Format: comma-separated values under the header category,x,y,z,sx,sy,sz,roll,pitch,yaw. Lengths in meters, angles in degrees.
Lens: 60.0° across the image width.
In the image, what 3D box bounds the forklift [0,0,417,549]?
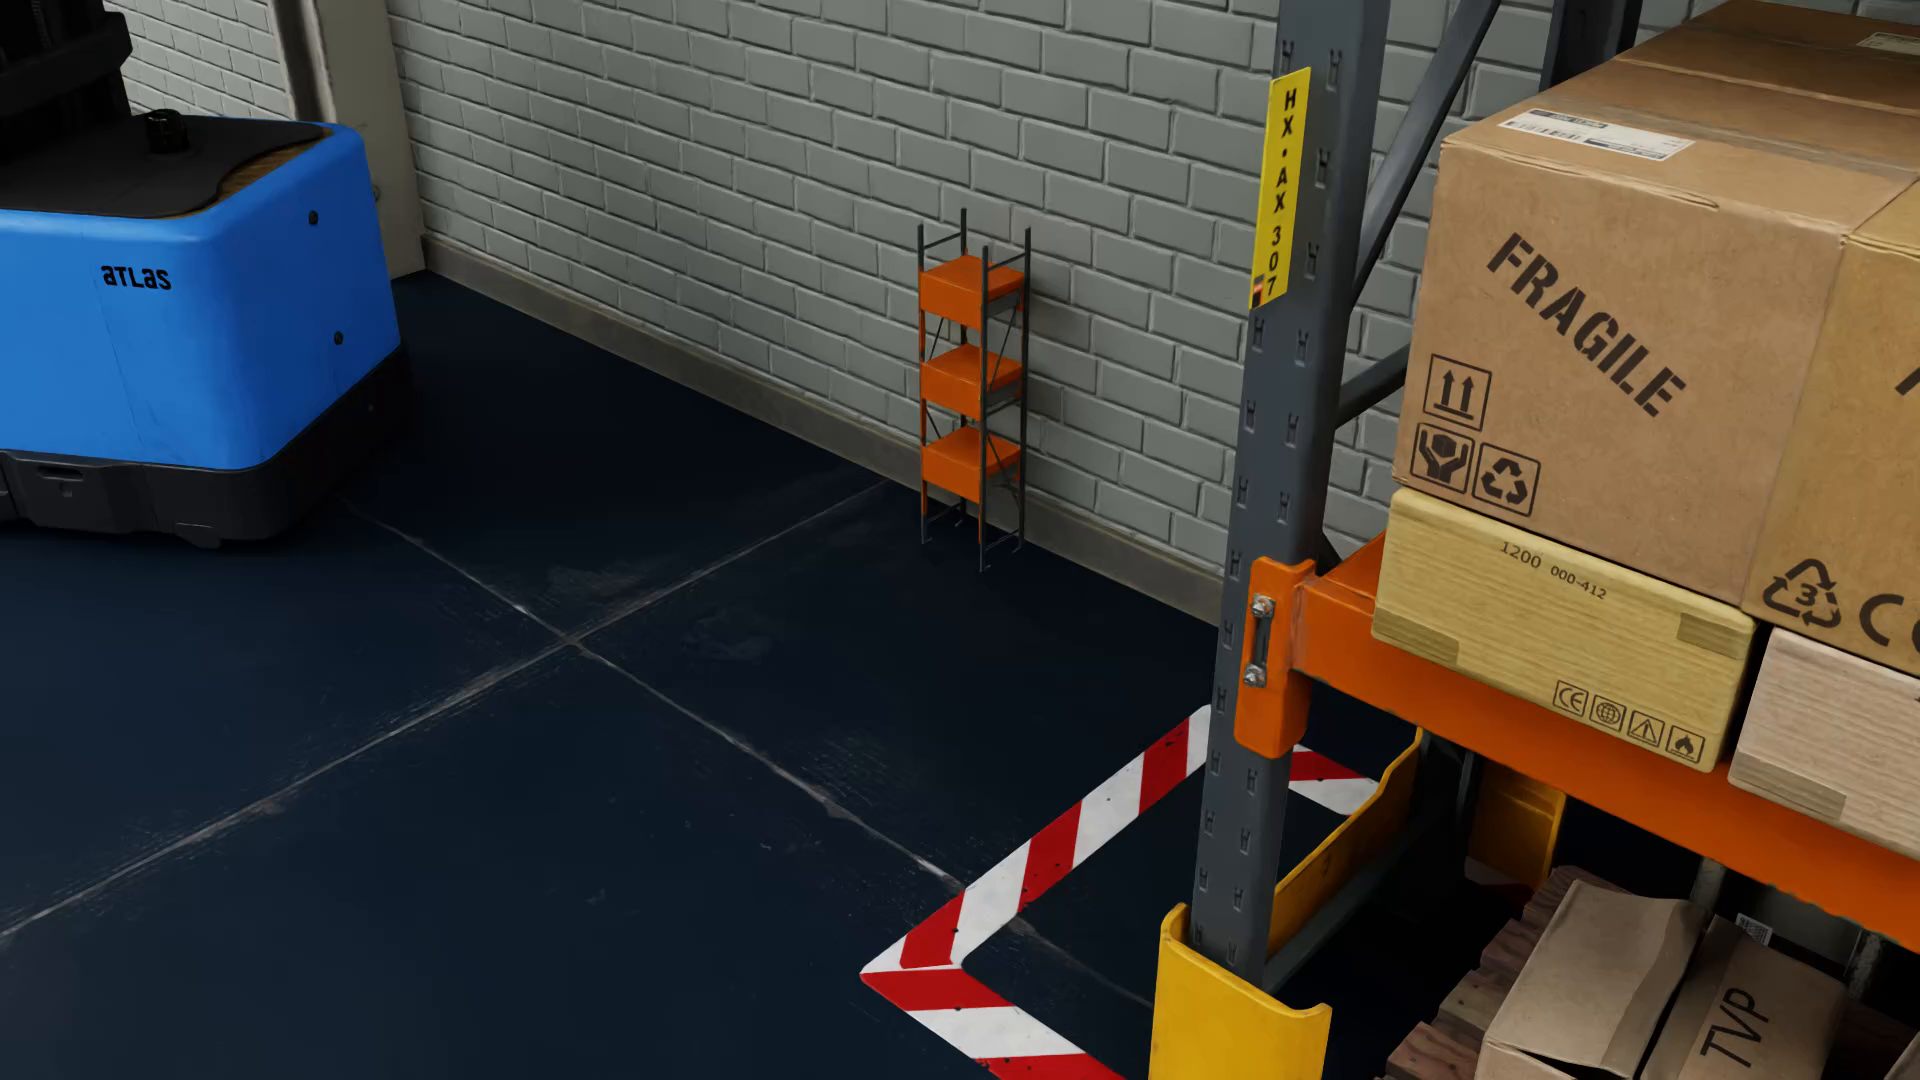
category,x,y,z,sx,sy,sz,roll,pitch,yaw
forklift,-3.496,-1.591,5.050,3.031,2.935,1.130,5,31,9

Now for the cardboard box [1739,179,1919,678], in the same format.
category,x,y,z,sx,sy,sz,roll,pitch,yaw
cardboard box,1.320,-0.131,1.959,0.500,0.500,0.500,25,39,35

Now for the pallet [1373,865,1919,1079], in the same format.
category,x,y,z,sx,sy,sz,roll,pitch,yaw
pallet,1.443,1.195,3.060,1.213,0.211,1.003,25,39,35

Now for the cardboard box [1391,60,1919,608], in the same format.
category,x,y,z,sx,sy,sz,roll,pitch,yaw
cardboard box,0.961,-0.306,2.249,0.500,0.500,0.500,25,39,35

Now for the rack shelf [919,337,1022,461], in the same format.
category,x,y,z,sx,sy,sz,roll,pitch,yaw
rack shelf,0.040,-0.422,4.954,0.240,0.259,0.215,25,39,35

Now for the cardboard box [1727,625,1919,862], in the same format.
category,x,y,z,sx,sy,sz,roll,pitch,yaw
cardboard box,1.352,0.200,2.136,0.500,0.250,0.500,24,38,34

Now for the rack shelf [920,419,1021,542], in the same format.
category,x,y,z,sx,sy,sz,roll,pitch,yaw
rack shelf,0.040,-0.184,5.097,0.240,0.259,0.215,25,39,35

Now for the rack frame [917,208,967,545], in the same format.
category,x,y,z,sx,sy,sz,roll,pitch,yaw
rack frame,-0.051,-0.473,5.019,0.008,1.050,0.200,25,39,35

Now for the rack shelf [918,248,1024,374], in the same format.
category,x,y,z,sx,sy,sz,roll,pitch,yaw
rack shelf,0.040,-0.665,4.808,0.240,0.259,0.215,25,39,35

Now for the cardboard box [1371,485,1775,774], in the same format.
category,x,y,z,sx,sy,sz,roll,pitch,yaw
cardboard box,0.957,0.025,2.426,0.500,0.250,0.500,24,38,34

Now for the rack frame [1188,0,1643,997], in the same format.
category,x,y,z,sx,sy,sz,roll,pitch,yaw
rack frame,0.808,-0.321,2.874,0.127,3.000,1.000,25,39,35

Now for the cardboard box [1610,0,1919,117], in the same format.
category,x,y,z,sx,sy,sz,roll,pitch,yaw
cardboard box,1.301,-0.504,2.578,0.500,0.500,0.500,25,39,35

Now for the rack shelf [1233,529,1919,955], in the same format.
category,x,y,z,sx,sy,sz,roll,pitch,yaw
rack shelf,2.291,0.680,1.910,4.000,0.370,1.077,25,39,35

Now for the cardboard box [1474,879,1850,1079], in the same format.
category,x,y,z,sx,sy,sz,roll,pitch,yaw
cardboard box,1.261,0.917,2.999,0.500,0.311,0.500,20,37,30

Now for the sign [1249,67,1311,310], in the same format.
category,x,y,z,sx,sy,sz,roll,pitch,yaw
sign,0.444,-0.484,2.306,0.005,0.325,0.100,25,39,35

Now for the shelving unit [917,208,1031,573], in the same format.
category,x,y,z,sx,sy,sz,roll,pitch,yaw
shelving unit,0.040,-0.431,4.948,0.252,1.050,0.215,25,39,35

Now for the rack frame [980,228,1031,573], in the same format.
category,x,y,z,sx,sy,sz,roll,pitch,yaw
rack frame,0.130,-0.389,4.878,0.008,1.050,0.200,25,39,35

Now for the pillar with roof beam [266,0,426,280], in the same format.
category,x,y,z,sx,sy,sz,roll,pitch,yaw
pillar with roof beam,-5.430,-3.410,2.189,0.400,9.000,9.100,25,39,35

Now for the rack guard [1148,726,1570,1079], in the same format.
category,x,y,z,sx,sy,sz,roll,pitch,yaw
rack guard,0.865,0.777,3.475,0.348,0.500,1.175,25,39,35

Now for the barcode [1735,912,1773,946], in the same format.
category,x,y,z,sx,sy,sz,roll,pitch,yaw
barcode,1.543,0.766,3.241,0.075,0.075,0.001,25,39,35
